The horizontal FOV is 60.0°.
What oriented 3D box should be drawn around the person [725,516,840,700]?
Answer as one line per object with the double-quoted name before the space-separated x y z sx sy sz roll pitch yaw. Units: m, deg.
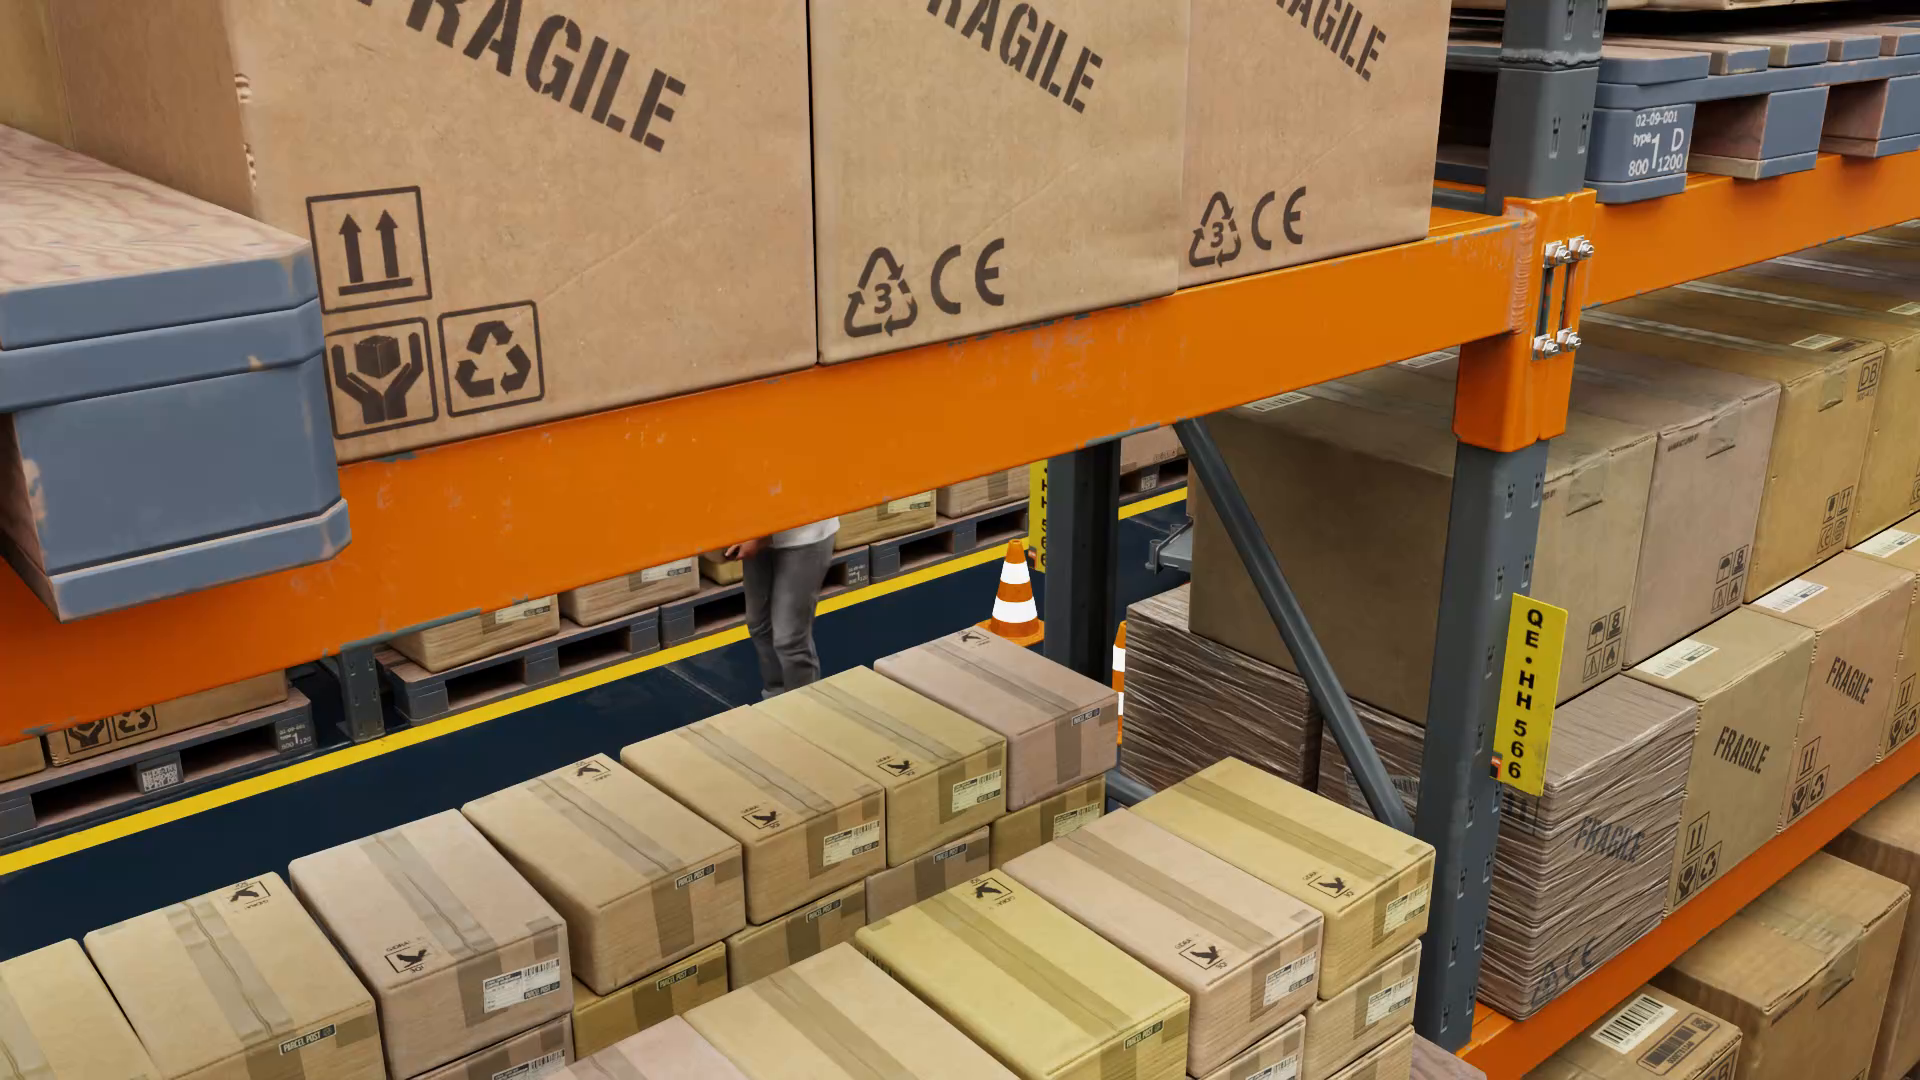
"person" -0.753 -0.001 6.558 0.545 1.767 0.494 -17 26 -37
